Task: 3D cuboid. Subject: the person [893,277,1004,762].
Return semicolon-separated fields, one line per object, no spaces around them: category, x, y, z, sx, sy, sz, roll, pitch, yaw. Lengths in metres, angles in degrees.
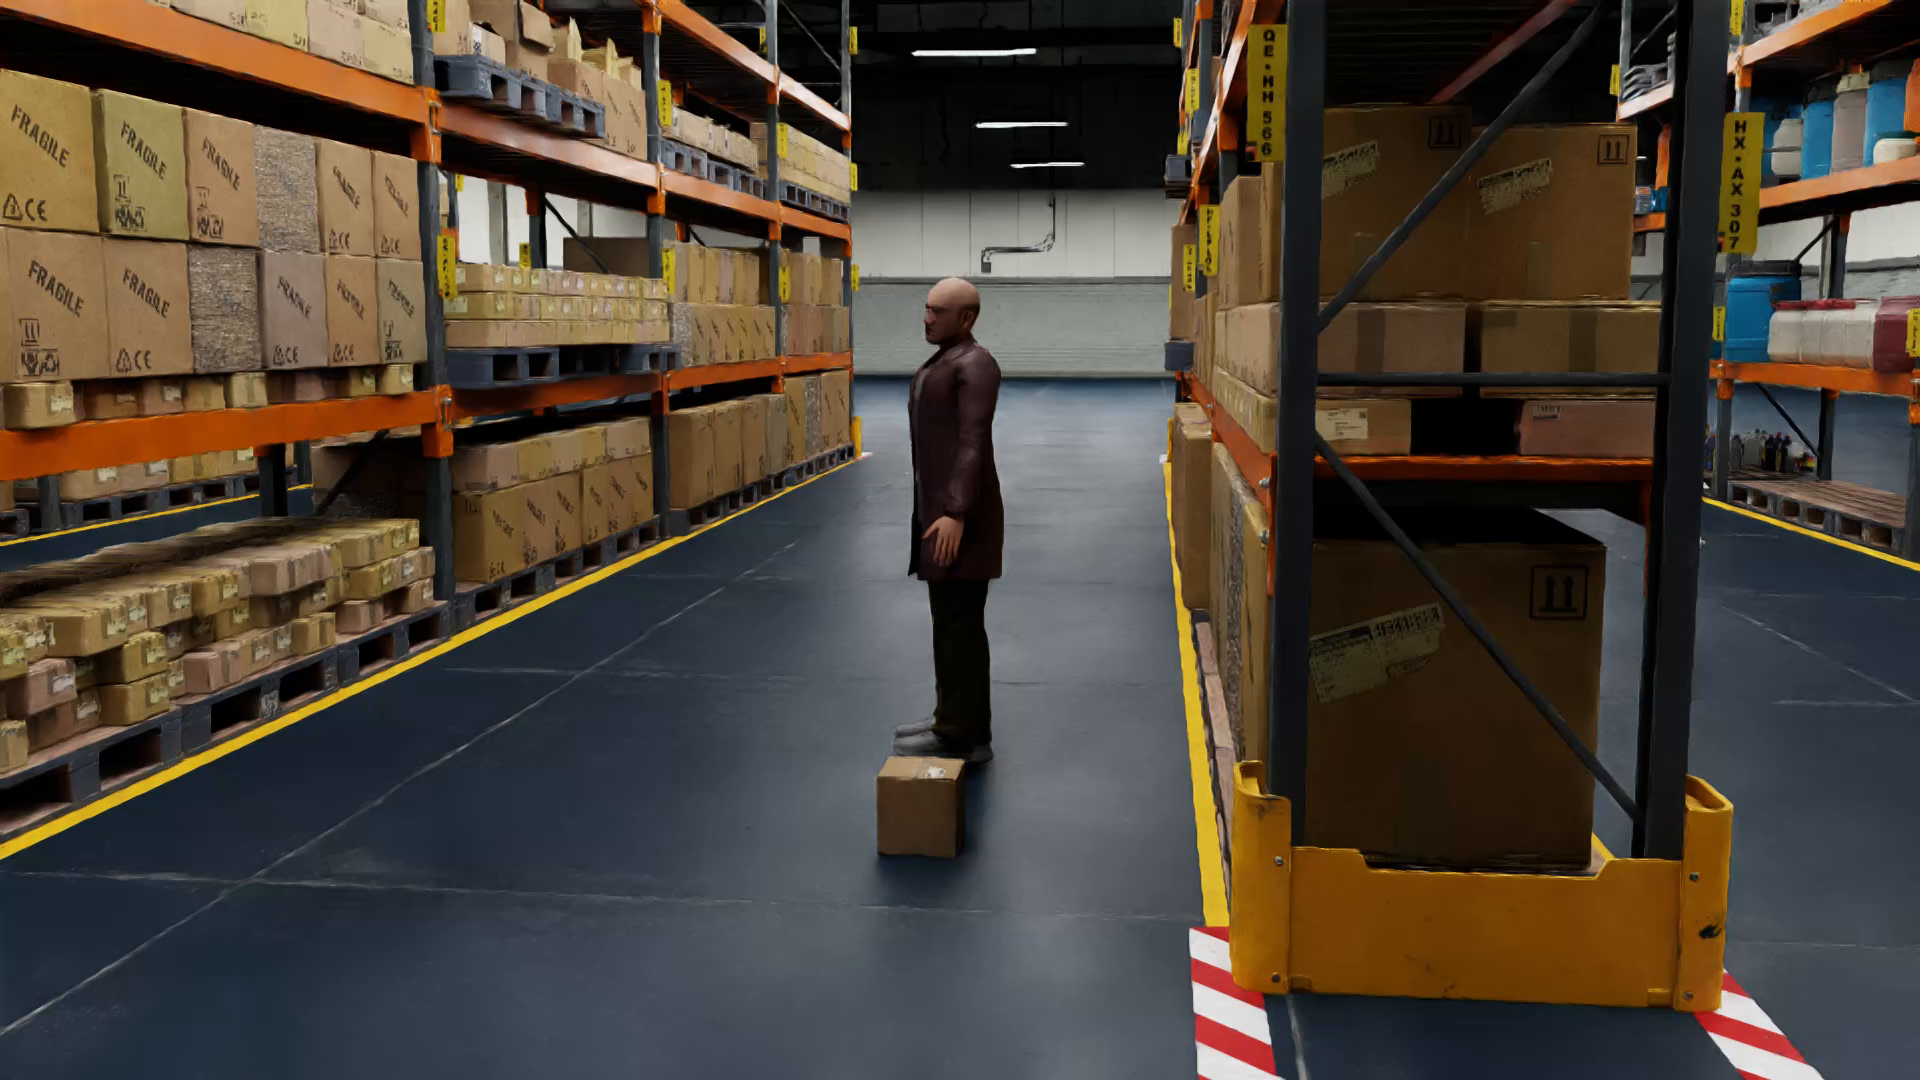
person;-0.059;-0.072;6.189;0.413;1.789;0.634;-2;8;-14
